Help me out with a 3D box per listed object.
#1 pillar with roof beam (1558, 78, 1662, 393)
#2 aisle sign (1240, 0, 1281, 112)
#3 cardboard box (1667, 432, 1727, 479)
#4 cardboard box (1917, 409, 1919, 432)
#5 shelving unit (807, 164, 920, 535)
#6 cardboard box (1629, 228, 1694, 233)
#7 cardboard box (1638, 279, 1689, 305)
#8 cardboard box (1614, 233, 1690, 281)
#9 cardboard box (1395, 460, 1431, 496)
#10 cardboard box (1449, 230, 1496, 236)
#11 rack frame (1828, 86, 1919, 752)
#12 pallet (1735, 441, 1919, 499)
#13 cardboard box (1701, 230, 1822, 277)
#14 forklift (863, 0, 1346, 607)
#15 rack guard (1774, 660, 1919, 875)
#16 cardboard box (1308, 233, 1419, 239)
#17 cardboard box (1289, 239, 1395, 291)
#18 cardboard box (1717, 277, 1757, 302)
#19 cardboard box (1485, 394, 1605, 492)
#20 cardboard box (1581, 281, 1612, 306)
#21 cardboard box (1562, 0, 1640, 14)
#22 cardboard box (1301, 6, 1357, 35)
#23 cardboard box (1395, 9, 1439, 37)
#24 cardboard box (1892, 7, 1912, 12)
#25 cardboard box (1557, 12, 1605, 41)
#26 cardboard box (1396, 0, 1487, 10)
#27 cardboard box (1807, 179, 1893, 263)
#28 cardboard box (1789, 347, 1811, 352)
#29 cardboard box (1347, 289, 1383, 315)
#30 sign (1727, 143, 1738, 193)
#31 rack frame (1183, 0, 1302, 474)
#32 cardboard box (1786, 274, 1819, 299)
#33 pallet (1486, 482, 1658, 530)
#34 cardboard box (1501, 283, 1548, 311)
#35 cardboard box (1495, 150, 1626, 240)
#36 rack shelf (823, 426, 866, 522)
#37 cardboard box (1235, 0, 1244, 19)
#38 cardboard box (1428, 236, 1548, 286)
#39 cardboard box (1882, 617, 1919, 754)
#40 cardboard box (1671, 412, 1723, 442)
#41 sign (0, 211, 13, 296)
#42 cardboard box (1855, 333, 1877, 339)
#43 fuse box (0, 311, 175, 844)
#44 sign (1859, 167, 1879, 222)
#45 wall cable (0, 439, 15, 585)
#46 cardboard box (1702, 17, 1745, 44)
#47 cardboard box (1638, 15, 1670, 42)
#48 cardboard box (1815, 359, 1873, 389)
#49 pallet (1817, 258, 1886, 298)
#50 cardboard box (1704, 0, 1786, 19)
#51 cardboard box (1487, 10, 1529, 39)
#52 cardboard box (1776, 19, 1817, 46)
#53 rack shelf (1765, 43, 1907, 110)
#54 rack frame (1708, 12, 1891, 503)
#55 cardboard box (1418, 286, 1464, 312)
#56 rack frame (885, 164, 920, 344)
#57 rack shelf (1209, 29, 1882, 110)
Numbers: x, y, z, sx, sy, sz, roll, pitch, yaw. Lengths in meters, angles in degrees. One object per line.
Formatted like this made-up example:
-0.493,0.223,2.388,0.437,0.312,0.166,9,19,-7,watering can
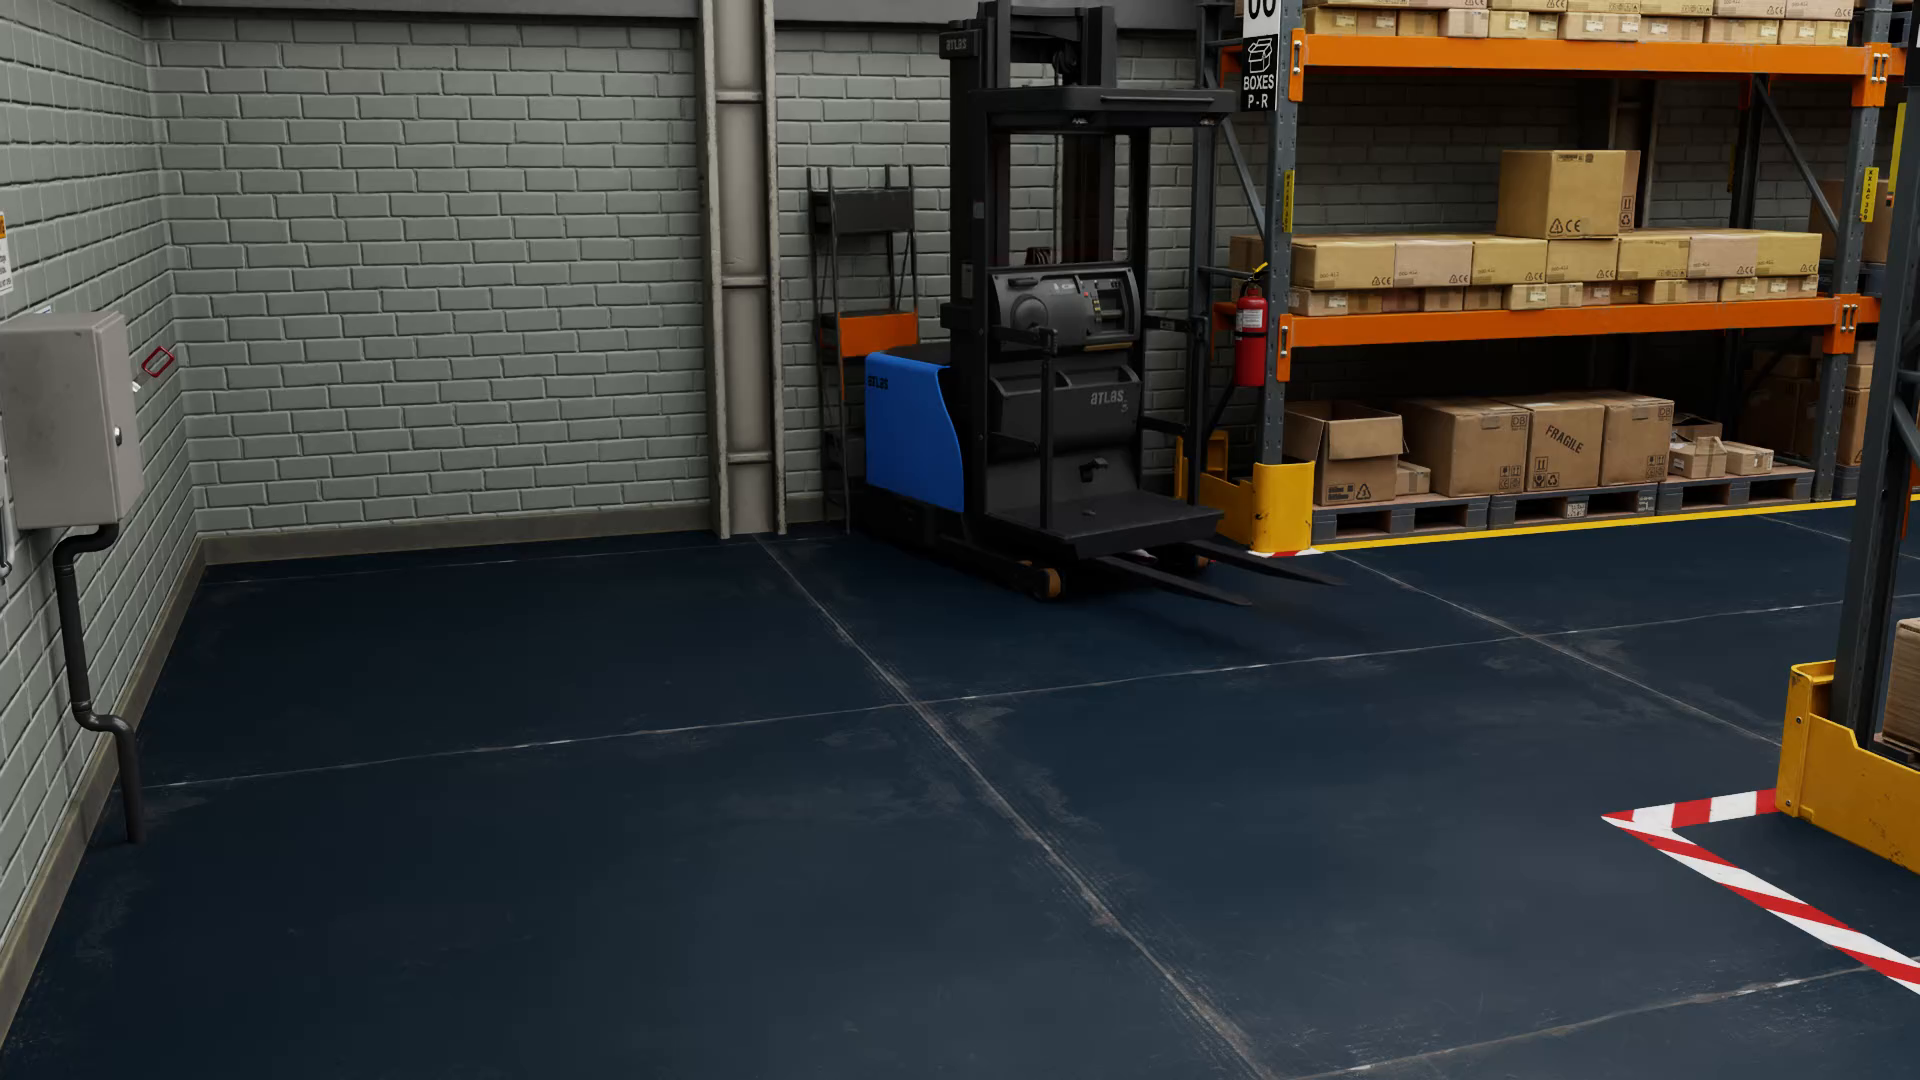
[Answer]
5.805,-3.932,6.726,0.400,9.000,9.100,-4,14,-18,pillar with roof beam
1.617,-2.711,8.941,0.004,0.787,0.394,-4,14,-18,aisle sign
4.607,-0.553,10.488,0.258,0.266,0.396,-4,14,-16,cardboard box
6.411,-0.827,11.132,0.500,0.500,0.500,-5,14,-19,cardboard box
-0.543,-1.123,9.768,0.503,2.100,0.431,-8,14,-23,shelving unit
4.351,-1.867,10.691,0.500,0.250,0.500,-5,14,-19,cardboard box
4.189,-1.523,10.107,0.250,0.149,0.380,-5,14,-19,cardboard box
4.027,-1.718,10.063,0.500,0.250,0.500,-5,14,-18,cardboard box
2.613,-0.380,10.013,0.250,0.149,0.380,-5,14,-20,cardboard box
3.395,-1.792,10.374,0.500,0.250,0.500,-4,14,-18,cardboard box
3.175,-0.427,4.958,0.127,3.000,1.000,-4,14,-18,rack frame
6.138,-0.523,11.385,1.213,0.211,1.003,-4,14,-18,pallet
4.974,-1.792,10.375,0.500,0.250,0.500,-4,14,-17,cardboard box
0.685,-1.249,8.558,1.130,2.935,3.031,-9,16,-34,forklift
3.152,0.790,5.240,0.348,0.500,1.175,-4,14,-18,rack guard
2.429,-1.718,10.063,0.500,0.250,0.500,-4,14,-18,cardboard box
2.104,-1.562,9.409,0.500,0.250,0.500,-4,14,-18,cardboard box
4.679,-1.561,10.268,0.250,0.149,0.380,-4,14,-17,cardboard box
3.554,-0.600,10.178,0.500,0.500,0.500,-4,14,-17,cardboard box
3.689,-1.500,10.010,0.250,0.149,0.380,-4,14,-18,cardboard box
3.543,-3.140,9.561,0.500,0.250,0.500,-5,14,-19,cardboard box
1.964,-2.825,9.100,0.250,0.149,0.380,-4,14,-17,cardboard box
2.453,-2.866,9.269,0.250,0.149,0.380,-4,14,-18,cardboard box
5.871,-3.462,10.654,0.250,0.149,0.380,-4,14,-17,cardboard box
3.448,-2.917,9.486,0.250,0.149,0.380,-4,14,-18,cardboard box
2.571,-3.062,9.232,0.500,0.250,0.500,-4,14,-17,cardboard box
5.909,-2.051,10.658,0.500,0.500,0.700,-4,14,-17,cardboard box
5.884,-1.226,11.407,0.250,0.149,0.380,-4,14,-18,cardboard box
2.214,-1.387,9.533,0.250,0.149,0.380,-4,14,-17,cardboard box
5.199,-2.496,11.151,0.005,0.325,0.100,-4,14,-18,sign
1.588,-1.516,9.533,0.127,3.000,1.000,-4,14,-18,rack frame
5.158,-1.610,10.472,0.250,0.149,0.380,-4,14,-17,cardboard box
3.570,-0.313,10.503,1.213,0.211,1.003,-4,14,-18,pallet
3.224,-1.442,9.765,0.250,0.149,0.380,-5,14,-20,cardboard box
3.526,-2.038,9.788,0.500,0.500,0.500,-4,14,-17,cardboard box
-0.519,-0.429,9.931,0.480,0.518,0.431,-8,14,-23,rack shelf
1.923,-3.139,9.558,0.500,0.250,0.500,-5,14,-19,cardboard box
3.061,-1.637,9.726,0.500,0.250,0.500,-5,14,-19,cardboard box
3.768,0.544,5.503,0.875,0.438,0.875,-5,14,-20,cardboard box
4.678,-0.710,11.050,0.500,0.311,0.500,-4,14,-16,cardboard box
-2.872,-0.852,4.958,0.001,0.242,0.339,-4,14,-18,sign
6.035,-1.257,10.897,0.250,0.149,0.380,-5,14,-21,cardboard box
-2.694,0.149,5.318,0.414,1.711,0.539,-4,14,-18,fuse box
5.560,-2.114,10.177,0.005,0.325,0.100,-4,14,-18,sign
-2.625,-0.811,4.373,0.122,1.984,0.588,-4,14,-18,wall cable
4.408,-3.004,9.852,0.250,0.149,0.380,-5,14,-18,cardboard box
3.909,-2.971,9.712,0.250,0.149,0.380,-4,14,-17,cardboard box
5.804,-1.083,10.806,0.250,0.149,0.380,-4,14,-15,cardboard box
6.171,-1.753,10.944,1.213,0.211,1.003,-4,14,-18,pallet
4.513,-3.211,9.859,0.500,0.250,0.500,-5,14,-20,cardboard box
2.968,-2.882,9.340,0.250,0.149,0.380,-4,14,-18,cardboard box
4.900,-3.039,10.000,0.250,0.149,0.380,-4,14,-18,cardboard box
7.275,-3.068,11.131,4.000,0.370,1.077,-4,14,-18,rack shelf
5.379,-1.811,10.775,0.127,3.000,1.000,-4,14,-18,rack frame
2.711,-1.419,9.669,0.250,0.149,0.380,-4,14,-16,cardboard box
-0.319,-1.152,9.862,0.015,2.100,0.400,-8,14,-23,rack frame
3.484,-2.773,9.890,4.000,0.370,1.077,-4,14,-18,rack shelf
